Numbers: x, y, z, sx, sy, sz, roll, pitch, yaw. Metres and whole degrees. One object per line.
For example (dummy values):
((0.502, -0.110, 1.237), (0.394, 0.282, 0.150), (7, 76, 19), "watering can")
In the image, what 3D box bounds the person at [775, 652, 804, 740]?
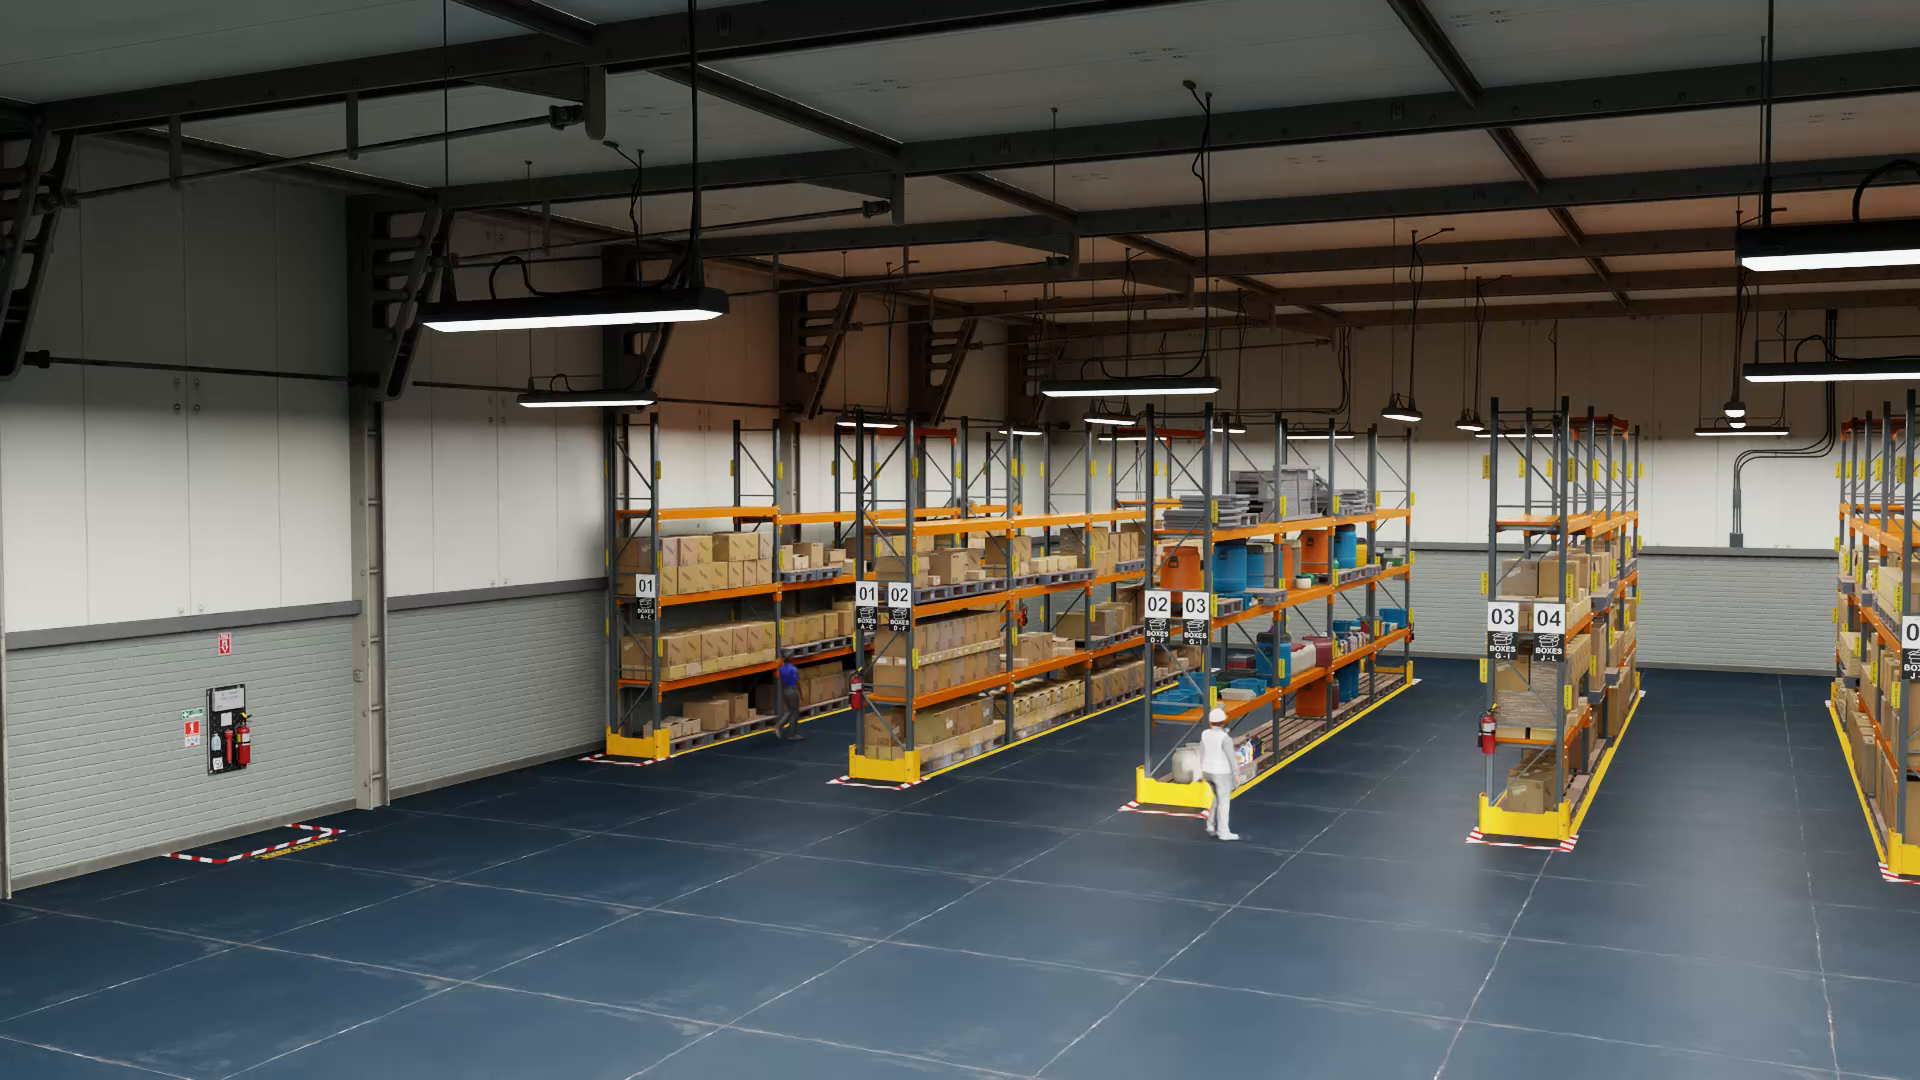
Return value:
((-3.140, 2.874, 30.698), (0.510, 1.643, 0.450), (-1, 3, -30), "person")

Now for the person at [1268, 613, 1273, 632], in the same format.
((7.244, 2.530, 38.263), (0.623, 1.825, 0.501), (-1, 3, -32), "person")

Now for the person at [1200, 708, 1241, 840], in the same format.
((3.537, 3.177, 22.540), (0.448, 1.806, 0.573), (-1, 3, -26), "person")
